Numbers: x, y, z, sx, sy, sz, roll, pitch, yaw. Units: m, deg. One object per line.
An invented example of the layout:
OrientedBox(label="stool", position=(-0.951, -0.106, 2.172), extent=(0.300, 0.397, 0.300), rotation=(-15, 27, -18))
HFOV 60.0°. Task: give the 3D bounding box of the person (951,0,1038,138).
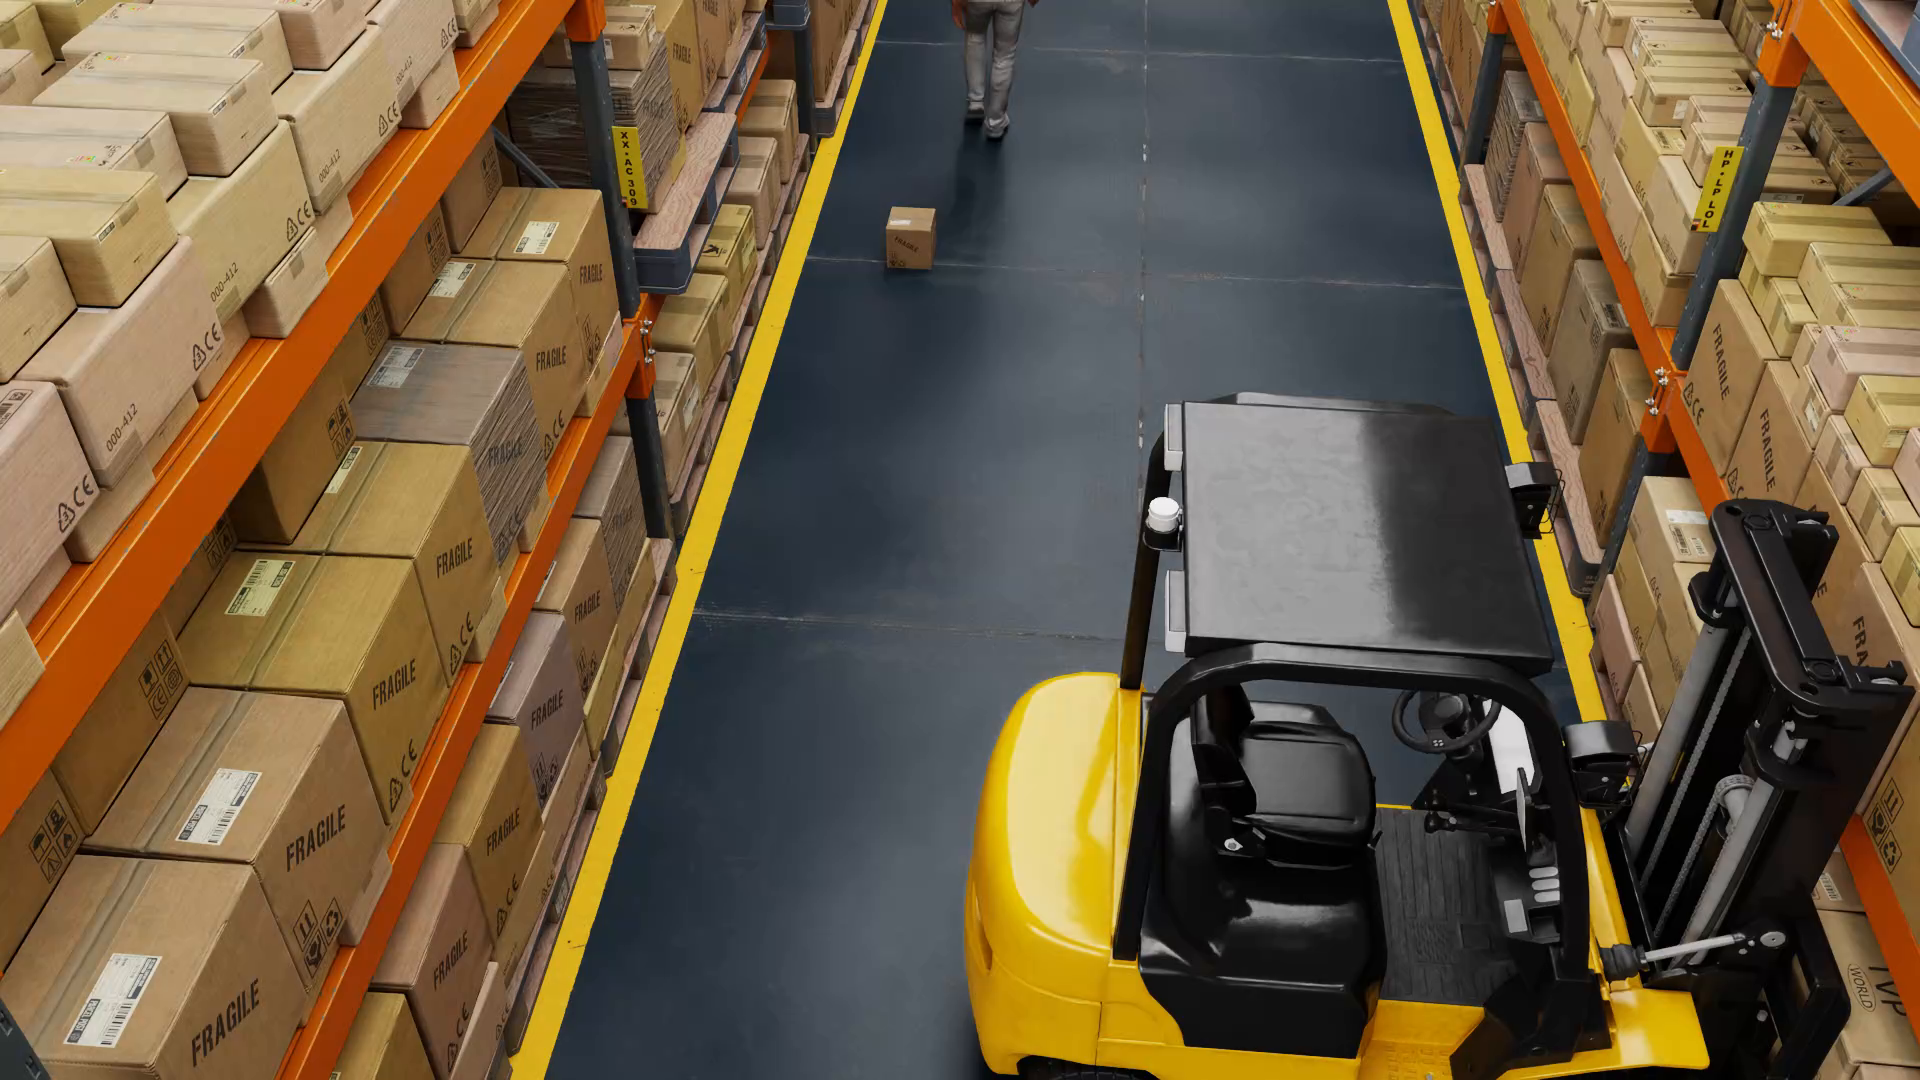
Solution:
OrientedBox(label="person", position=(0.219, -3.330, 10.143), extent=(0.562, 1.814, 0.516), rotation=(5, 40, 6))
